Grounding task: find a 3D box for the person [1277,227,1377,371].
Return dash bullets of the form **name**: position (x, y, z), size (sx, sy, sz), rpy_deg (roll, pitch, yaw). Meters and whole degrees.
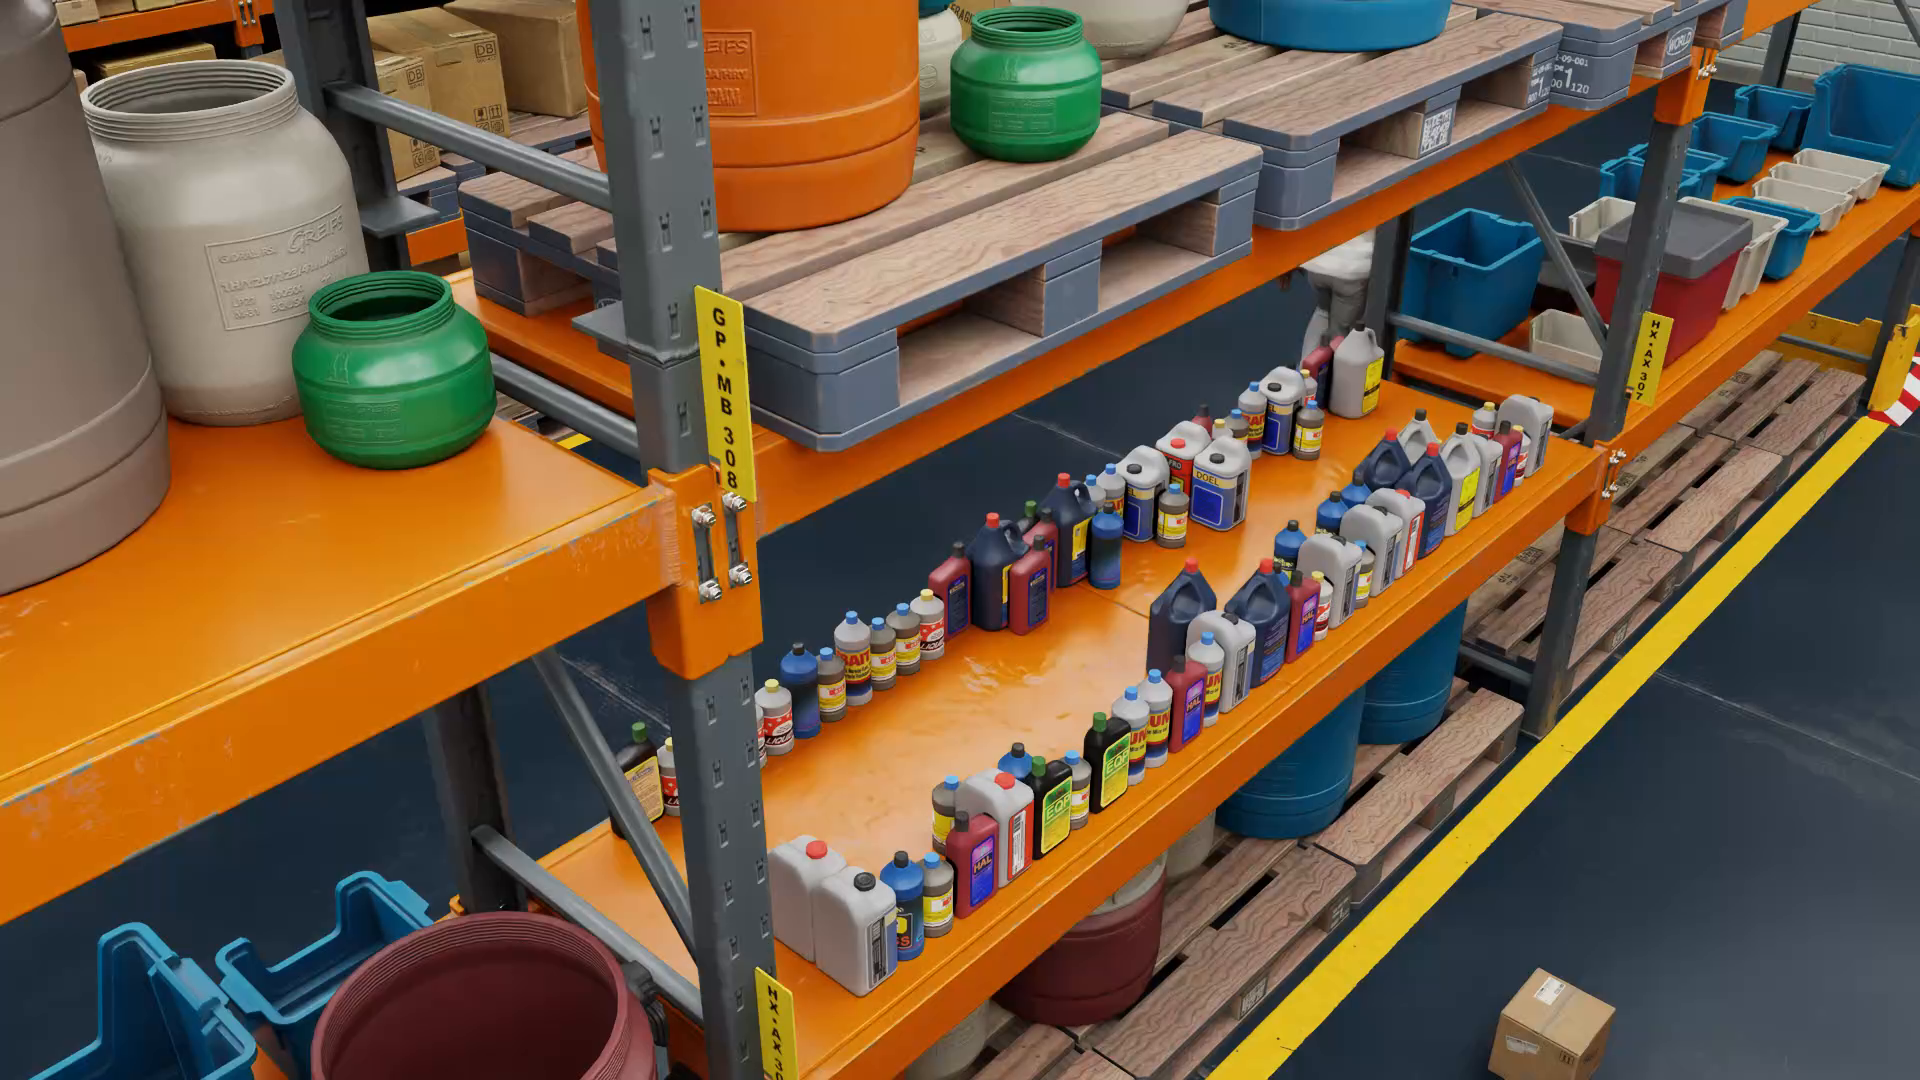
- **person**: position (1.944, -1.375, 8.347), size (0.623, 1.781, 0.487), rpy_deg (25, 39, 35)
